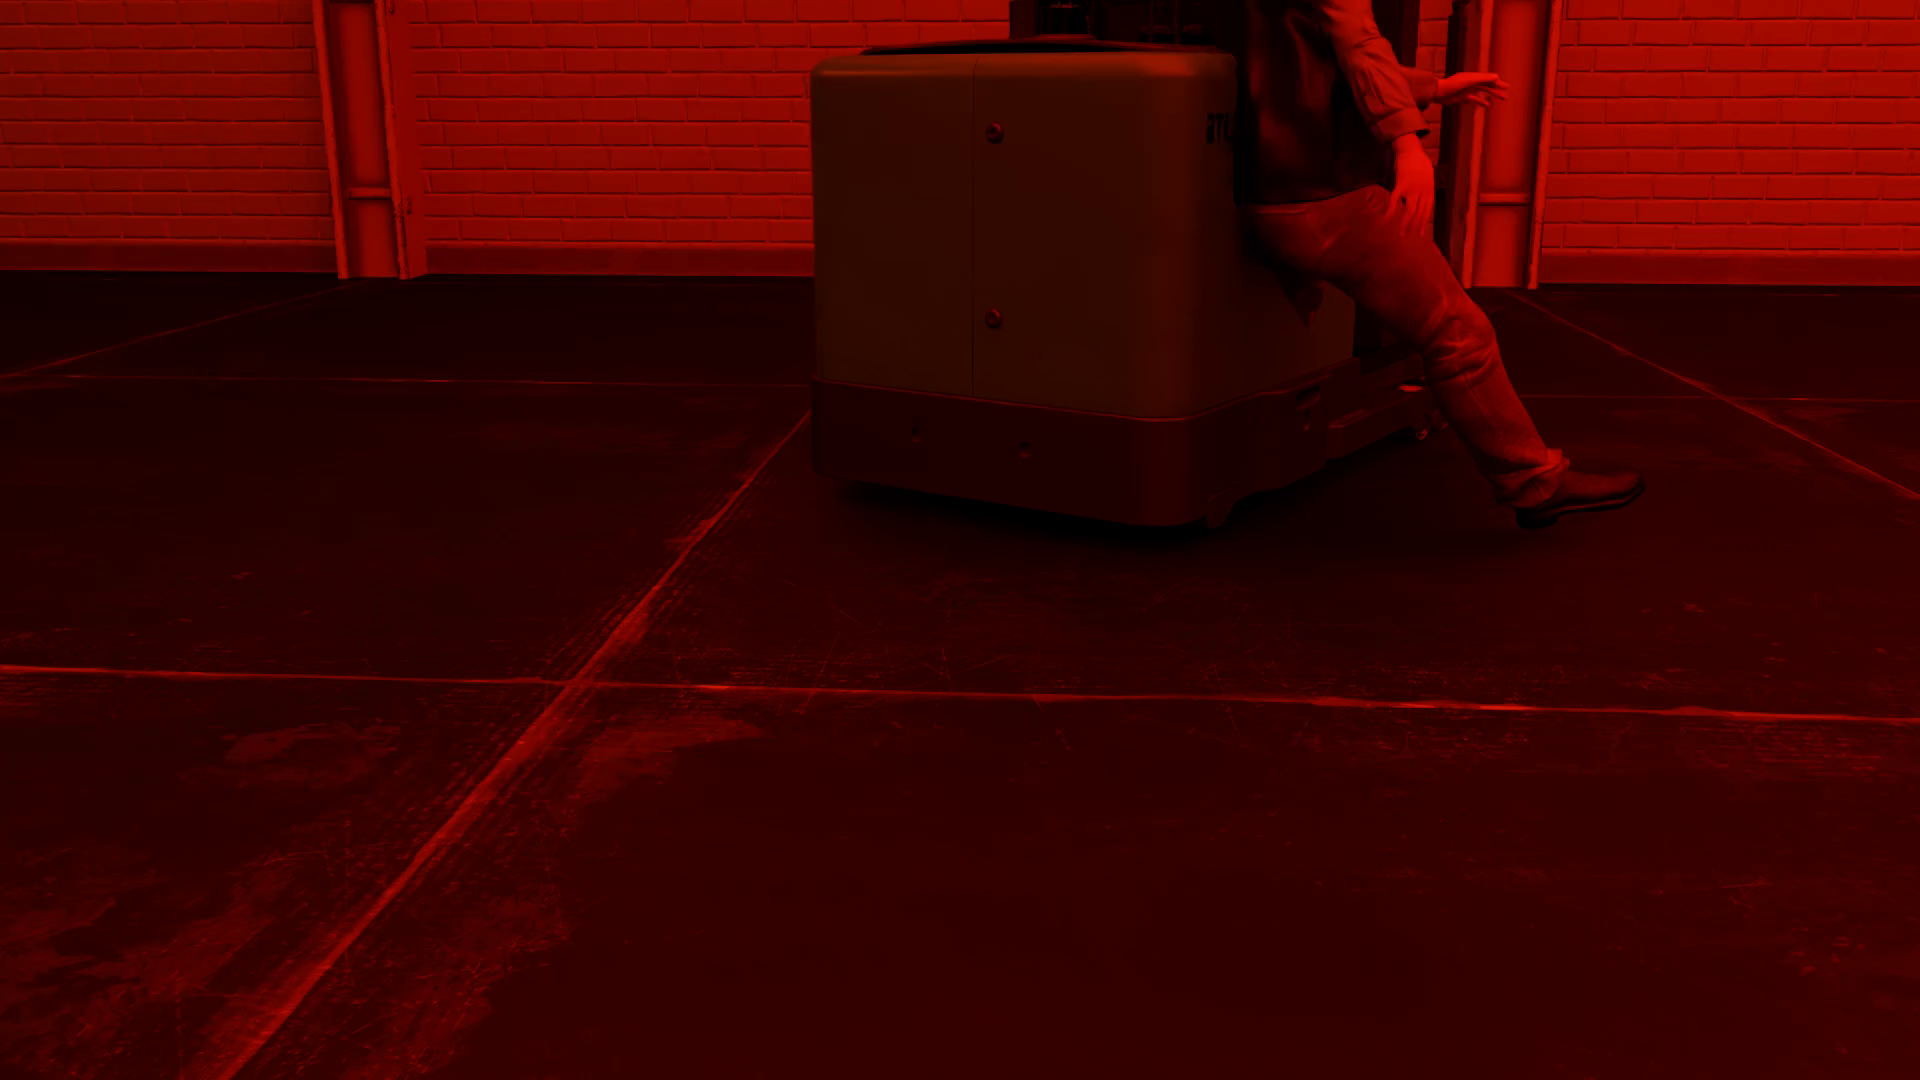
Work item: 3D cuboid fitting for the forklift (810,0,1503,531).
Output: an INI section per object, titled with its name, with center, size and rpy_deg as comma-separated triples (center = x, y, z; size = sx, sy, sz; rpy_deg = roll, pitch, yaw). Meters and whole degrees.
[forklift]
center = 0.866, -1.769, 4.734
size = 1.130, 2.935, 3.031
rpy_deg = 10, 18, 32

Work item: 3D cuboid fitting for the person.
[person]
center = 0.960, -0.834, 3.847
size = 1.016, 1.525, 0.944
rpy_deg = -4, 16, -14
